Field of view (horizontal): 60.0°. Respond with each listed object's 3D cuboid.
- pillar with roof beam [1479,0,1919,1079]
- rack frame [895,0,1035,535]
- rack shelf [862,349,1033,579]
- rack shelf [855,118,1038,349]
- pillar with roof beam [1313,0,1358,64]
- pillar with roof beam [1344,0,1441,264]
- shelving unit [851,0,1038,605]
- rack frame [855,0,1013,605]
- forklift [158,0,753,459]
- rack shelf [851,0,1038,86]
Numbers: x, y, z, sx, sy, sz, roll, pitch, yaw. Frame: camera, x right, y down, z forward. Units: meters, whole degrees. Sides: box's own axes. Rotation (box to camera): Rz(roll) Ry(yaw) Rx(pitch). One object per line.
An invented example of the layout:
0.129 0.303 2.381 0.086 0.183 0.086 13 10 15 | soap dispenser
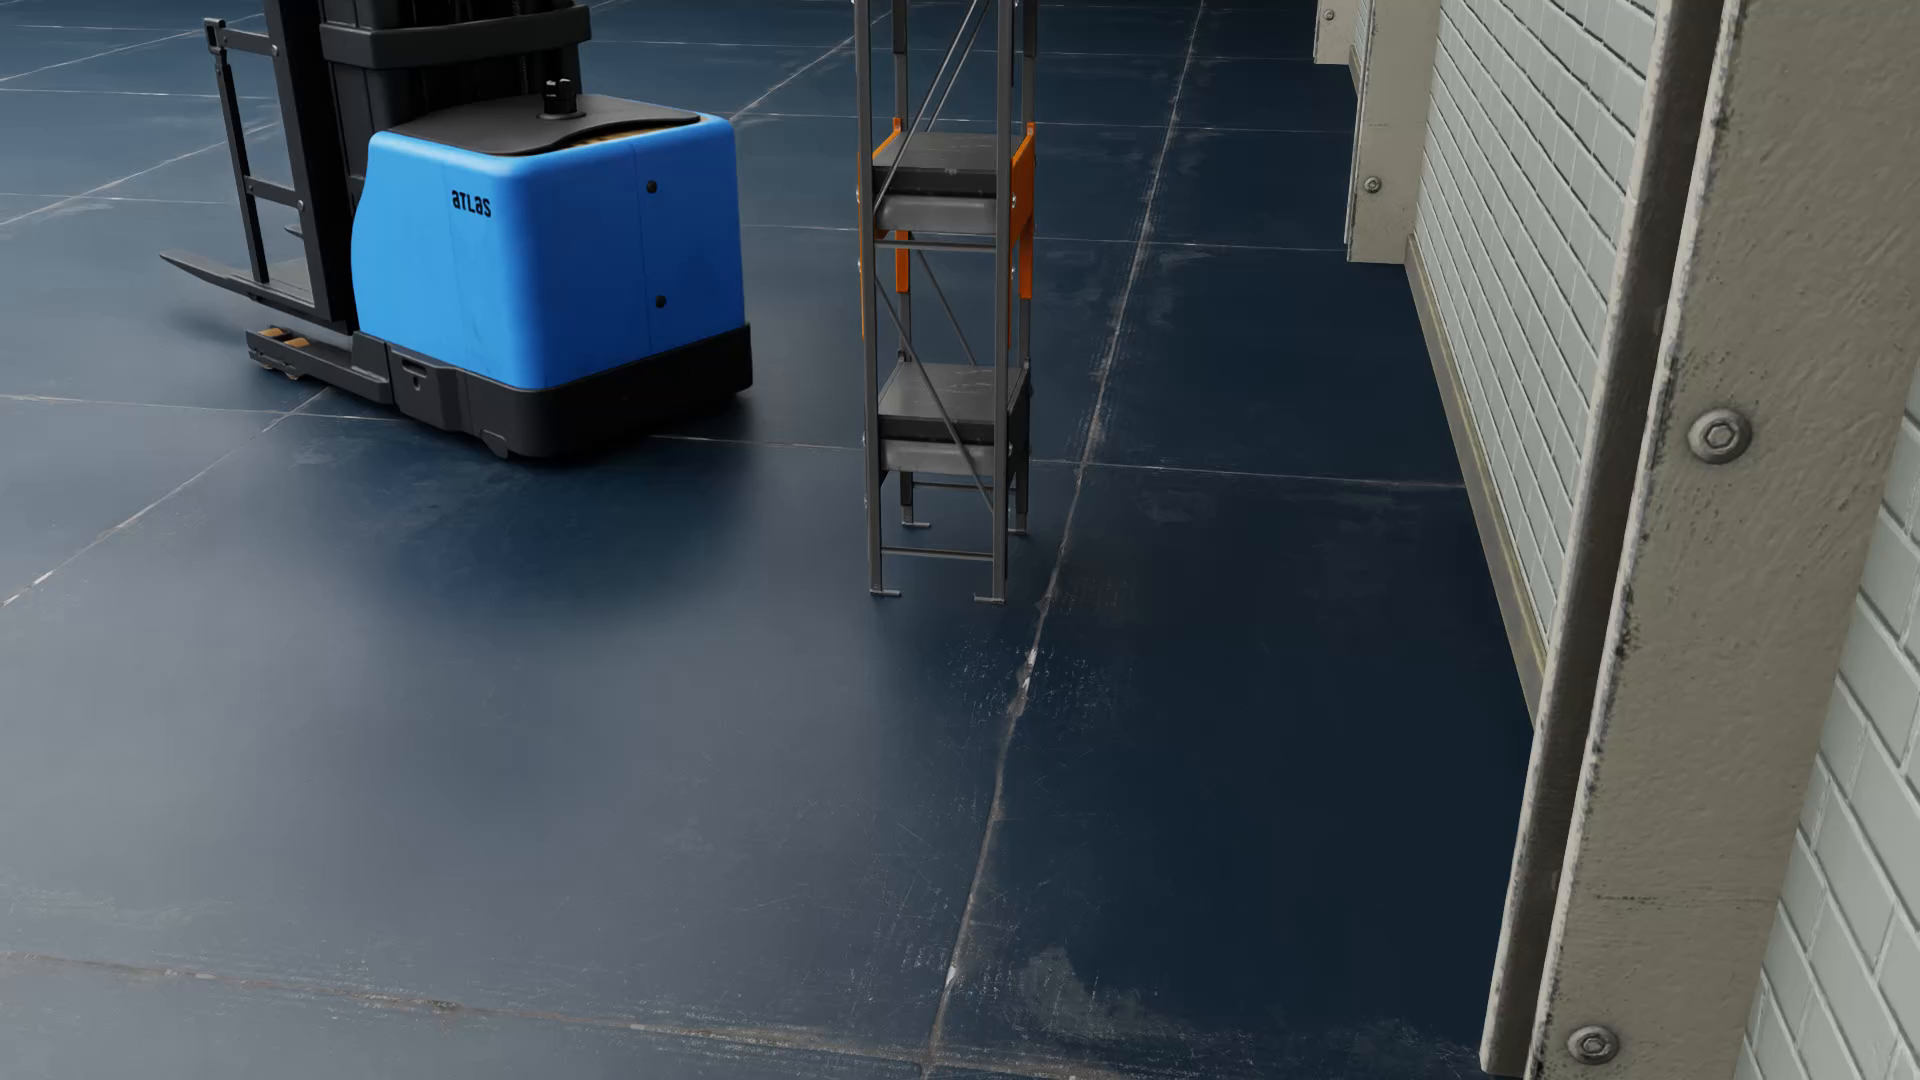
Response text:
-3.138 -3.306 1.698 9.100 9.000 0.400 4 25 9 | pillar with roof beam
0.013 -0.984 4.875 0.400 2.100 0.015 4 25 9 | rack frame
-0.027 -0.235 4.959 0.431 0.518 0.480 4 25 9 | rack shelf
-0.027 -0.869 4.663 0.431 0.518 0.480 4 25 9 | rack shelf
-1.177 -8.325 12.420 9.100 9.000 0.400 4 25 9 | pillar with roof beam
-2.157 -5.815 7.059 9.100 9.000 0.400 4 25 9 | pillar with roof beam
-0.027 -0.882 4.657 0.431 2.100 0.503 4 25 9 | shelving unit
-0.067 -0.780 4.439 0.400 2.100 0.015 4 25 9 | rack frame
-2.241 -2.111 6.303 3.031 2.935 1.130 20 32 36 | forklift
-0.027 -1.503 4.366 0.431 0.518 0.480 4 25 9 | rack shelf
